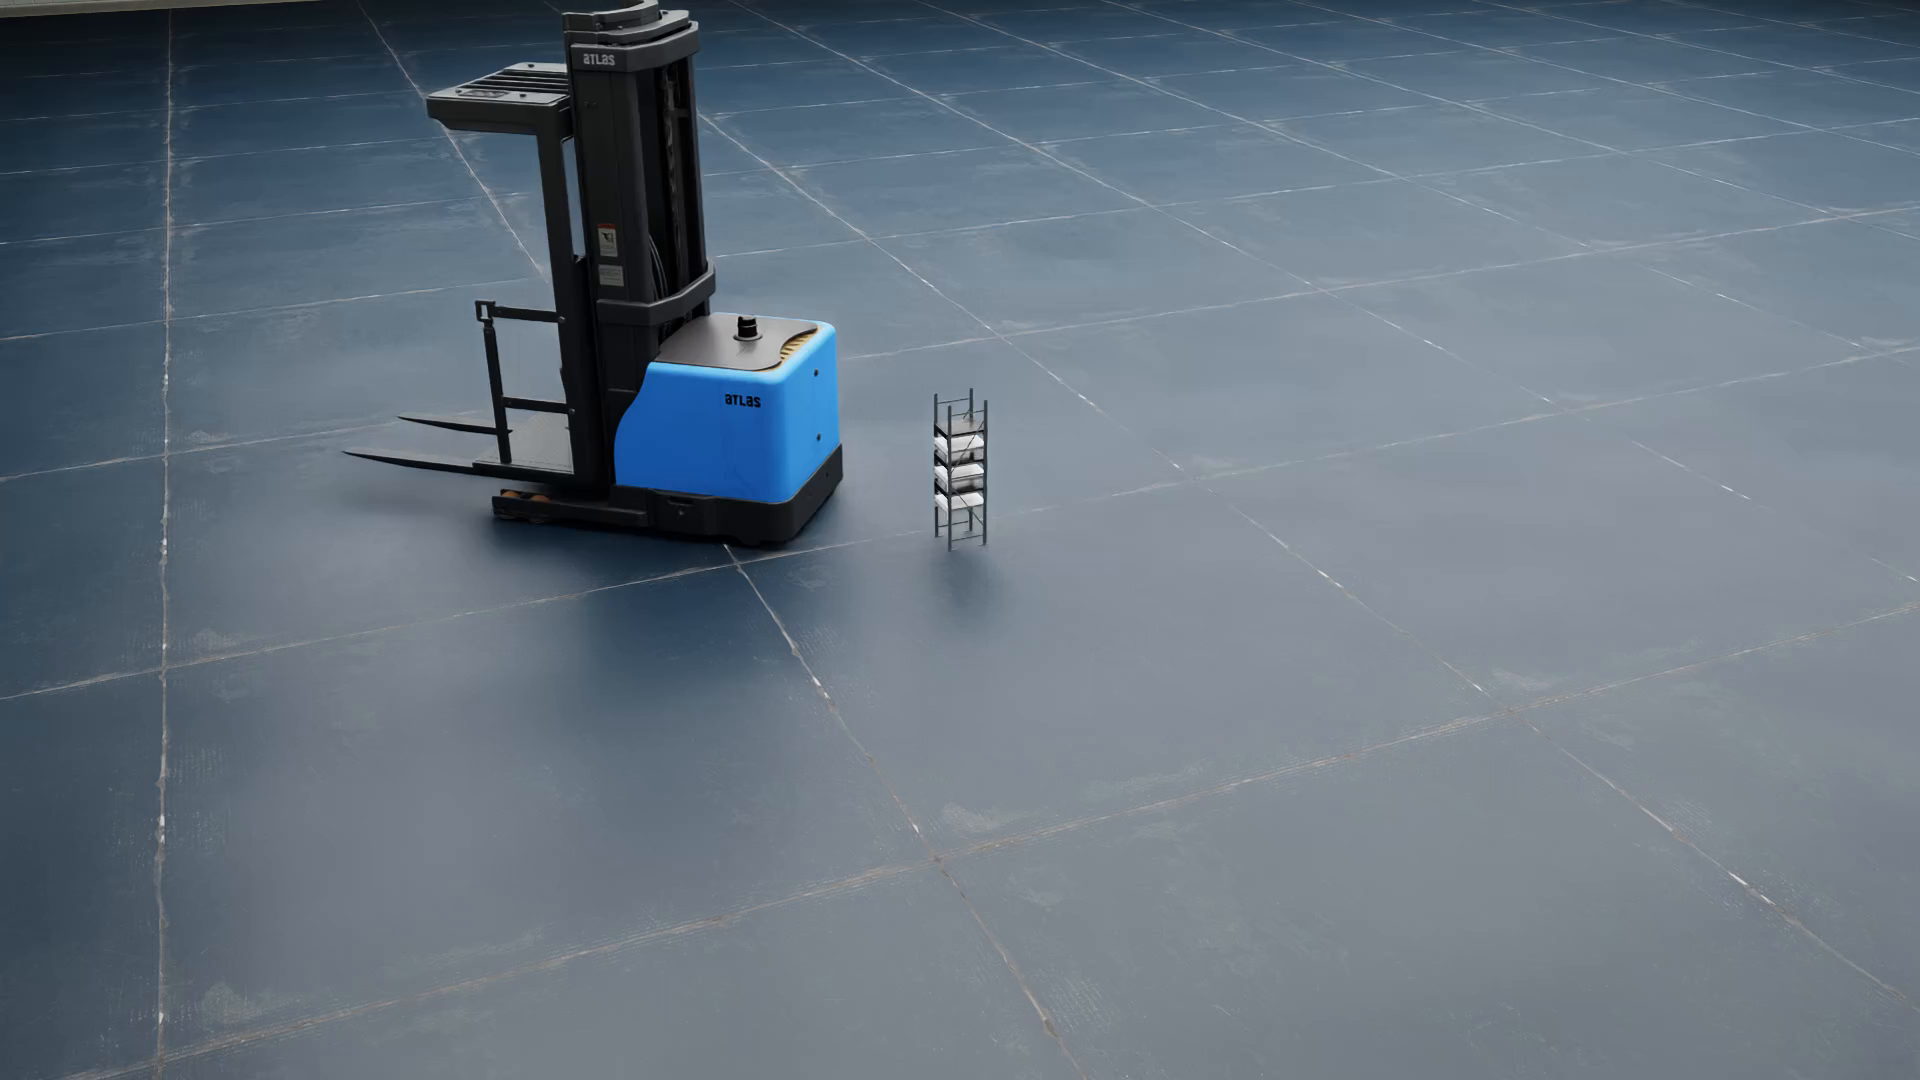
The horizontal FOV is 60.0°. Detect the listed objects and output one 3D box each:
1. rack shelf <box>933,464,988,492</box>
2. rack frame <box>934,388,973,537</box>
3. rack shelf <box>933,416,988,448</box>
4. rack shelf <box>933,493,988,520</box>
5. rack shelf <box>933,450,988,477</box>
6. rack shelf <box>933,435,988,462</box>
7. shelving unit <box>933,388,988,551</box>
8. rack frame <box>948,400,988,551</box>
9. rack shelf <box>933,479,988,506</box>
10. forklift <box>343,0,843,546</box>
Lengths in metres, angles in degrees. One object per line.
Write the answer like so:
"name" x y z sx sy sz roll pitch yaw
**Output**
"rack shelf" 0.003 -0.371 9.560 0.258 0.077 0.200 -11 28 -21
"rack frame" -0.037 -0.442 9.630 0.240 0.900 0.006 -11 28 -21
"rack shelf" 0.003 -0.614 9.442 0.258 0.077 0.200 -11 28 -21
"rack shelf" 0.003 -0.209 9.639 0.258 0.077 0.200 -11 28 -21
"rack shelf" 0.003 -0.452 9.521 0.258 0.077 0.200 -11 28 -21
"rack shelf" 0.003 -0.533 9.481 0.258 0.077 0.200 -11 28 -21
"shelving unit" 0.003 -0.401 9.546 0.258 0.900 0.210 -11 28 -21
"rack frame" 0.043 -0.360 9.462 0.240 0.900 0.006 -11 28 -21
"rack shelf" 0.003 -0.290 9.600 0.258 0.077 0.200 -11 28 -21
"forklift" -2.305 -1.632 9.751 3.031 2.935 1.130 7 27 14
